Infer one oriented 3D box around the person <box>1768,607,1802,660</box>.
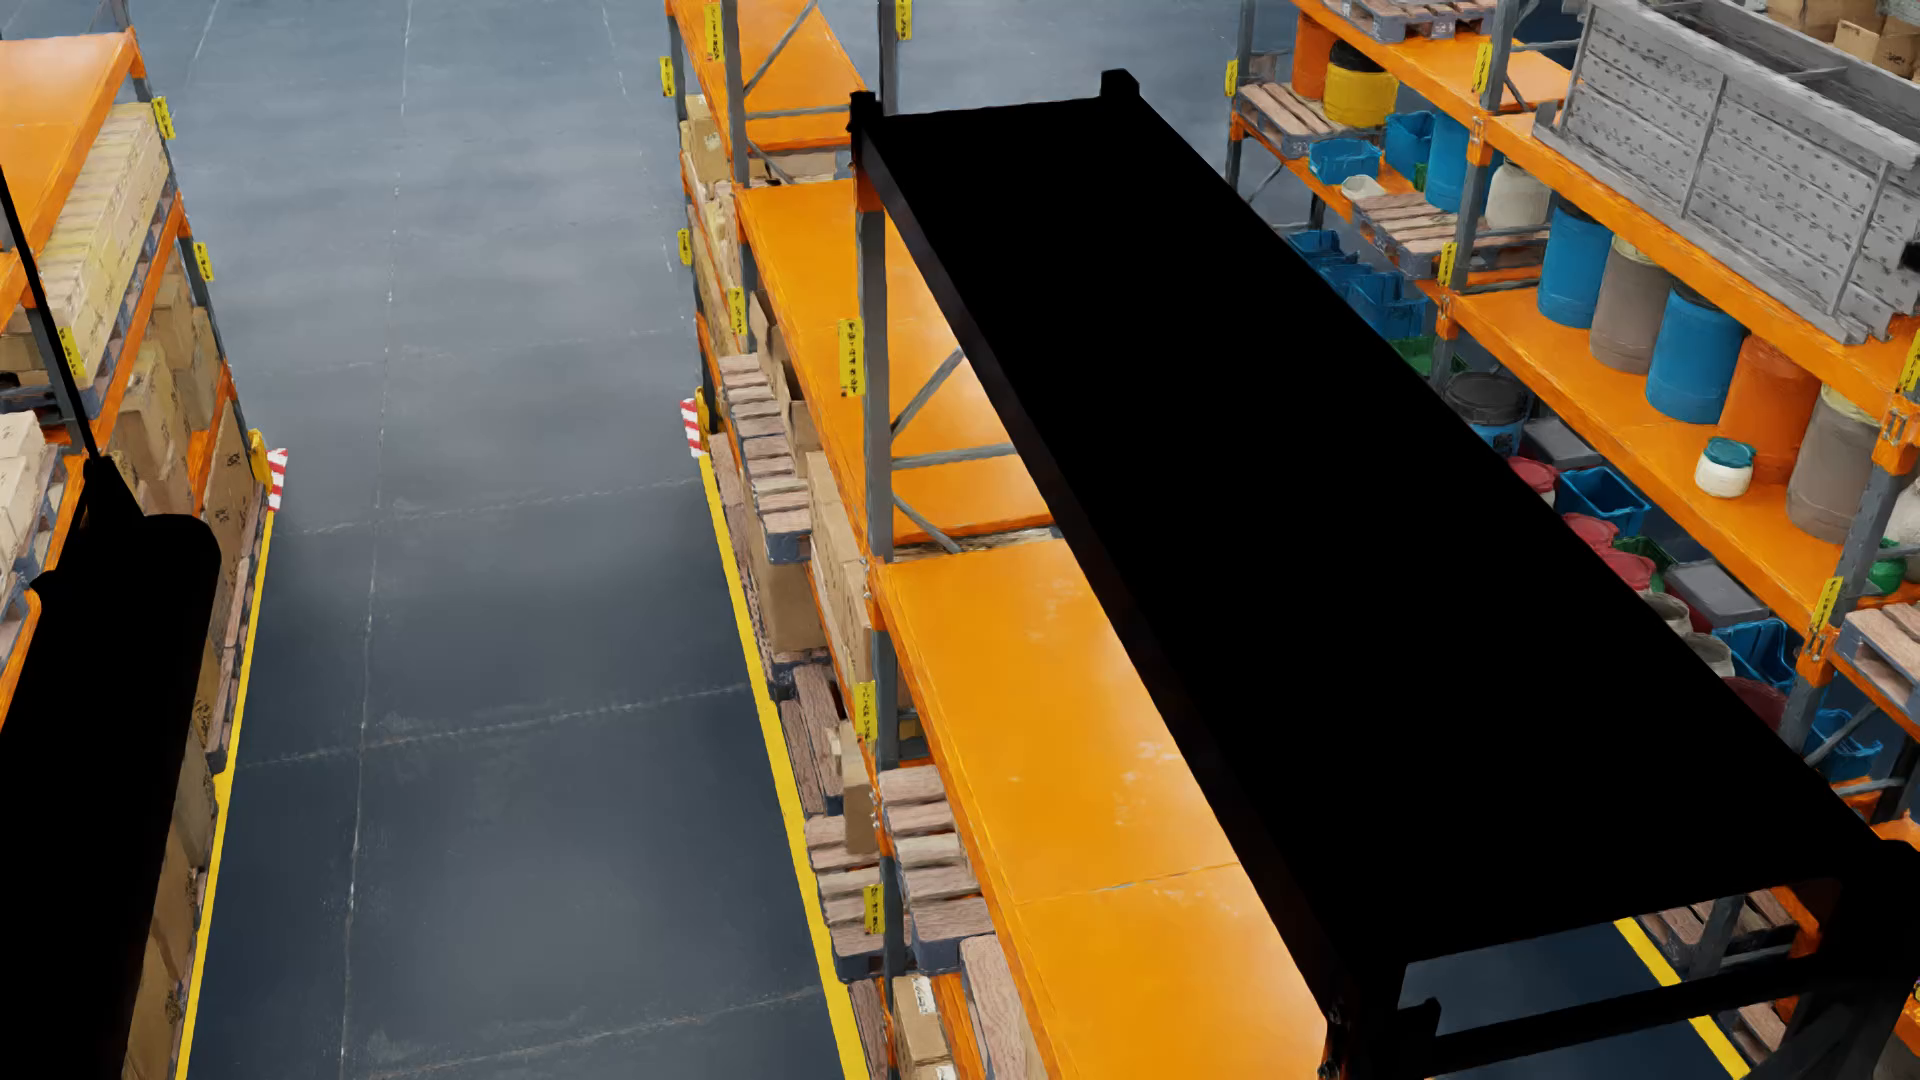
[{"bbox_3d":[6.412,0.099,12.537,0.463,1.582,0.989,-9,35,-13],"label":"person"}]
